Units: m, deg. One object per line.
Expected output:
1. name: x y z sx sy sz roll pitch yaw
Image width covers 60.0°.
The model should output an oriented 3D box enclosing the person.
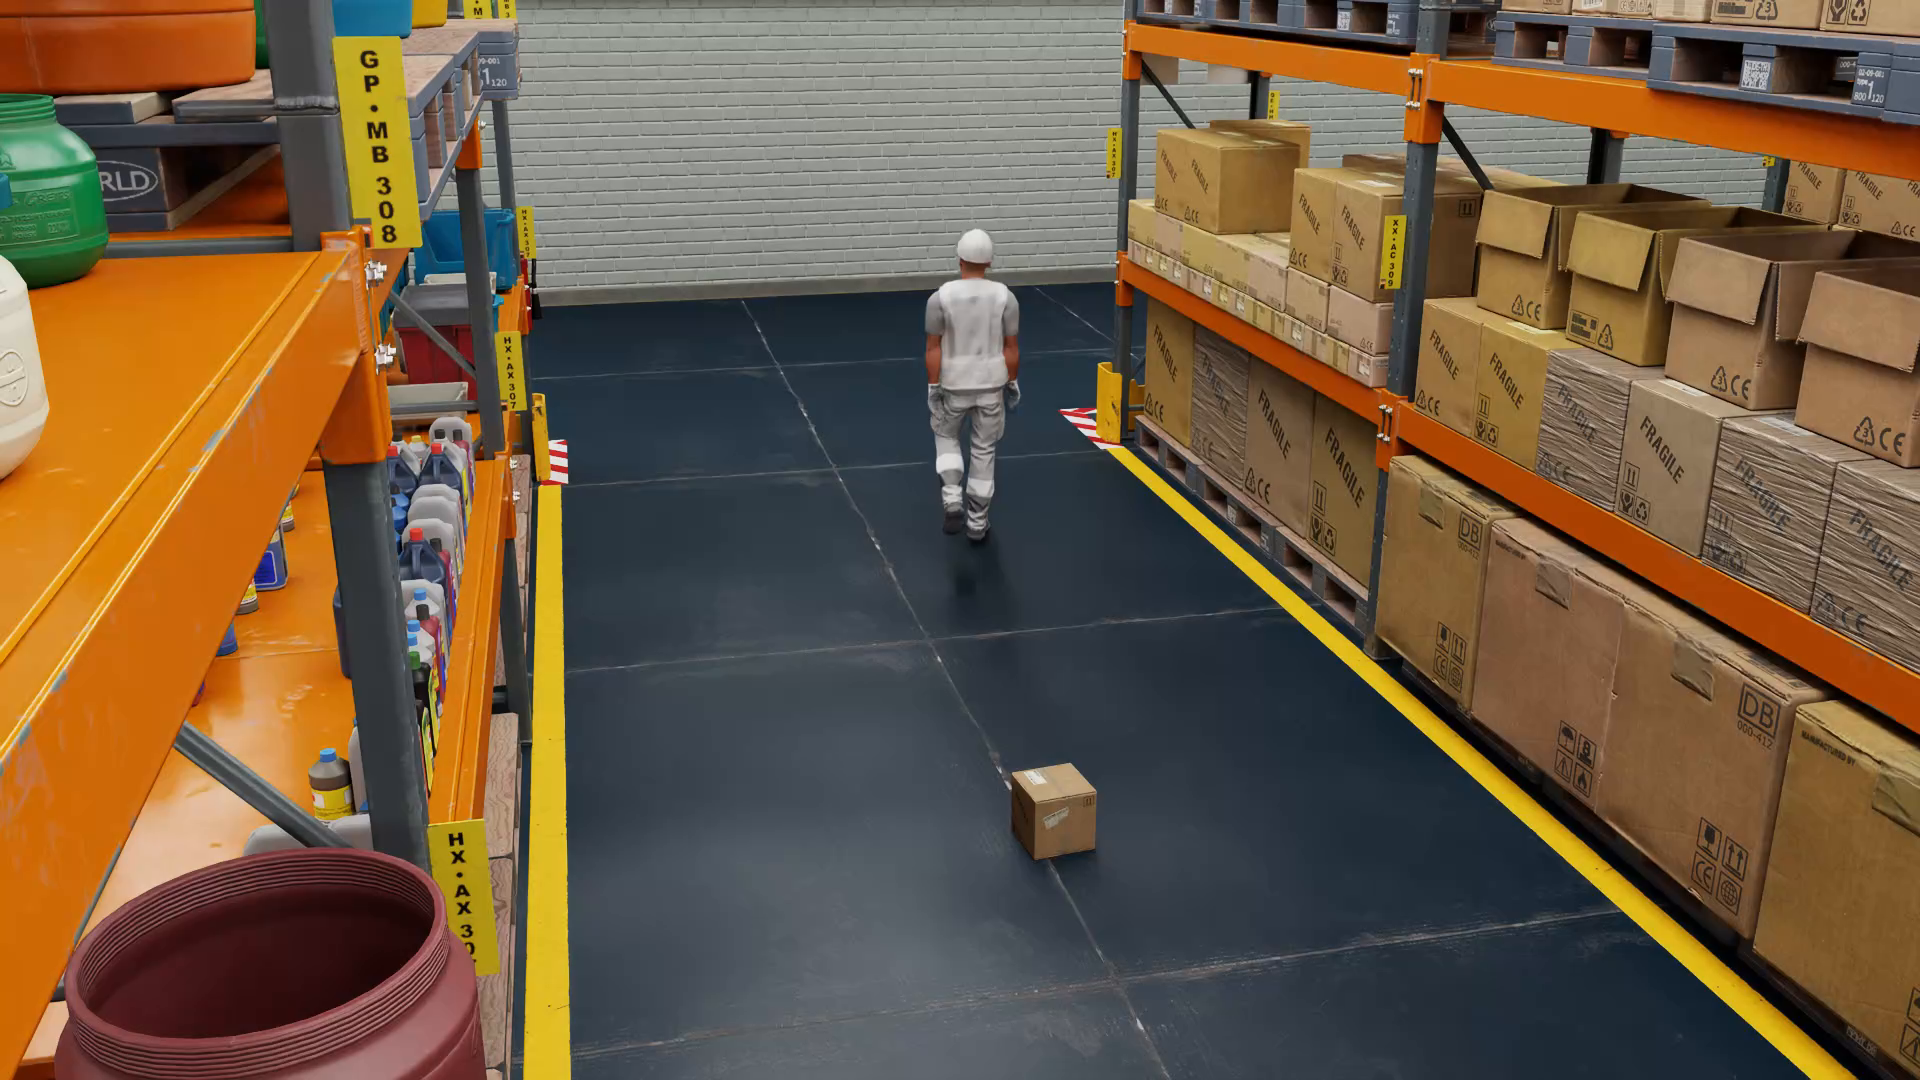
1. person: 0.074 -0.878 9.441 0.541 1.783 0.469 0 19 0
